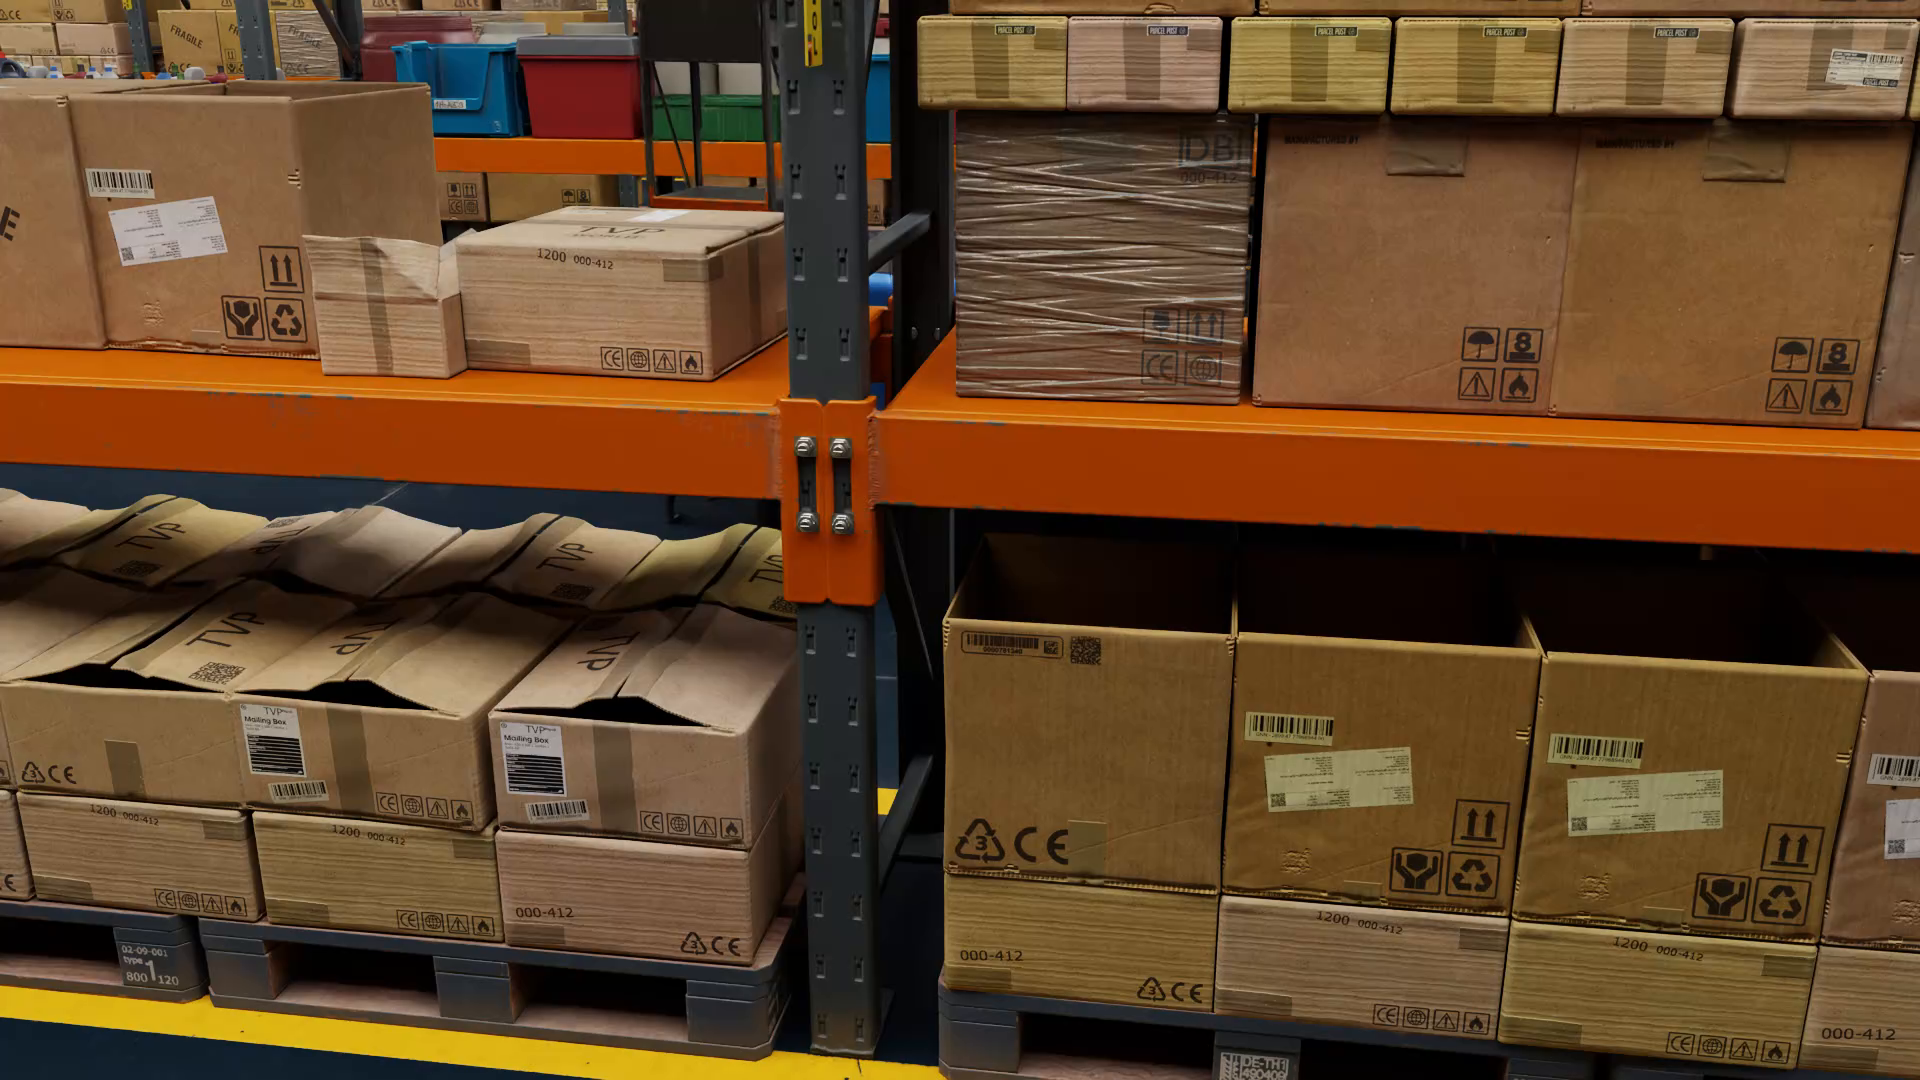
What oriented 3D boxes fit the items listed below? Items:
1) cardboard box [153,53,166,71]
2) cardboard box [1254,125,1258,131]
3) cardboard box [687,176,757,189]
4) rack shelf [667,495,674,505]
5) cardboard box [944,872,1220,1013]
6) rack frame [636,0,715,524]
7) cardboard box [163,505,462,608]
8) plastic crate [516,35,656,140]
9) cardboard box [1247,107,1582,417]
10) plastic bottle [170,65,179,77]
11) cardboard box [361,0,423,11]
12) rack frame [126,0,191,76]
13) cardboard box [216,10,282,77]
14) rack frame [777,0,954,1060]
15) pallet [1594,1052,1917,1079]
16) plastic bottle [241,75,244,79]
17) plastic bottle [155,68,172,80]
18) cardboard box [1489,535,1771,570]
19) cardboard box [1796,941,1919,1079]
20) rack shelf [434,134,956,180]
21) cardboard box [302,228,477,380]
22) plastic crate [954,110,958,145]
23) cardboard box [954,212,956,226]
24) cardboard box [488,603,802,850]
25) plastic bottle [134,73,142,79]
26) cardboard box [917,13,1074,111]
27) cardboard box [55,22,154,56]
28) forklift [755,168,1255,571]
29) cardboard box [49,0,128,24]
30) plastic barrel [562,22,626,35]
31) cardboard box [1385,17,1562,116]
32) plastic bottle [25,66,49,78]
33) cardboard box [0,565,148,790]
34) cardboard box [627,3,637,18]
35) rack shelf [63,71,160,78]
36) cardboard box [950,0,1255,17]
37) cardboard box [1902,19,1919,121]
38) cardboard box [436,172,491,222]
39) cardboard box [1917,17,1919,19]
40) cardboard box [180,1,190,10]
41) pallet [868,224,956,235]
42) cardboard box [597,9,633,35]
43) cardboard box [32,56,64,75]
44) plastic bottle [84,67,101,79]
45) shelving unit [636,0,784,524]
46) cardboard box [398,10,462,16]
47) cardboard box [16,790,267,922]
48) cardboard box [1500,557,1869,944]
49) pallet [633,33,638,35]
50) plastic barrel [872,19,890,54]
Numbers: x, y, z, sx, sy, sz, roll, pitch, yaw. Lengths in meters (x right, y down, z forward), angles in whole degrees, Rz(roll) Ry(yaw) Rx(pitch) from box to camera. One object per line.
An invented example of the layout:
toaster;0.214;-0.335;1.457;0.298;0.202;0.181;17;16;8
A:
cardboard box;-6.716;-4.069;14.132;0.250;0.149;0.380;3;19;9
cardboard box;2.918;-4.353;17.272;0.875;0.875;0.875;3;19;9
cardboard box;-1.863;-2.863;13.379;0.500;0.500;0.700;2;19;6
rack shelf;-0.842;-0.416;6.488;0.480;0.518;0.431;7;20;19
cardboard box;0.257;0.660;3.274;0.500;0.250;0.500;3;19;9
rack frame;-1.071;-1.119;6.340;0.015;2.100;0.400;7;20;19
cardboard box;-1.526;0.125;3.991;0.500;0.311;0.500;2;19;7
plastic crate;-1.766;-2.169;7.957;0.583;0.464;0.402;3;19;9
cardboard box;0.808;-0.565;3.108;0.500;0.500;0.700;3;19;8
plastic bottle;-4.271;-2.428;9.016;0.133;0.283;0.061;3;19;9
cardboard box;-4.553;-4.498;13.280;0.637;0.503;0.797;4;19;10
rack frame;-6.477;-4.069;13.736;0.127;3.000;1.000;3;19;9
cardboard box;-5.566;-3.990;13.342;0.500;0.500;0.500;3;19;9
rack frame;-0.153;-0.563;3.258;0.127;3.000;1.000;3;19;9
pallet;1.833;0.873;3.360;1.213;0.211;1.003;3;19;9
plastic bottle;-3.799;-2.392;8.928;0.097;0.271;0.097;0;18;0
plastic bottle;-4.266;-2.396;8.941;0.097;0.271;0.097;0;18;0
cardboard box;1.325;0.194;3.486;0.500;0.500;0.500;3;19;9
cardboard box;1.737;0.737;3.044;0.500;0.250;0.500;3;19;9
rack shelf;-1.339;-1.874;8.310;4.000;0.370;1.077;3;19;9
cardboard box;-1.050;-0.486;3.240;0.258;0.266;0.396;2;19;7
plastic crate;0.109;-2.073;7.672;0.583;0.464;0.402;3;19;9
cardboard box;-0.201;-2.785;13.145;0.500;0.500;0.700;1;19;4
cardboard box;-0.599;0.345;3.331;0.500;0.311;0.500;3;19;9
plastic bottle;-4.008;-2.159;8.212;0.133;0.283;0.061;3;19;9
cardboard box;0.081;-0.844;2.917;0.250;0.149;0.380;3;19;9
cardboard box;-6.955;-4.079;13.533;0.500;0.250;0.500;3;19;8
forklift;0.829;-1.299;5.565;3.031;2.935;1.130;7;20;19
cardboard box;-6.973;-4.434;13.413;0.500;0.500;0.500;3;19;10
plastic barrel;-1.848;-2.363;8.461;0.421;0.512;0.421;0;18;0
cardboard box;0.843;-0.806;2.804;0.250;0.149;0.380;3;19;8
plastic bottle;-5.059;-2.450;9.093;0.135;0.276;0.152;3;19;9
cardboard box;-2.101;0.269;3.560;0.500;0.311;0.500;3;19;8
cardboard box;-3.475;-5.584;17.529;0.250;0.149;0.380;3;19;10
rack shelf;-8.452;-3.828;14.151;4.000;0.370;1.077;3;19;9
cardboard box;0.286;-1.205;2.975;0.500;0.500;0.700;3;19;9
cardboard box;1.611;-0.767;2.688;0.250;0.149;0.380;3;19;8
cardboard box;-4.085;-3.148;13.670;0.875;0.875;1.225;3;19;9
cardboard box;1.772;-1.129;2.749;0.500;0.500;0.700;3;19;9
cardboard box;-8.608;-5.879;18.521;0.500;0.500;0.500;3;19;9
pallet;-0.555;-2.443;13.272;1.213;0.211;1.003;3;19;9
cardboard box;-2.964;-4.025;13.447;0.500;0.500;0.500;3;19;10
cardboard box;-7.338;-3.888;13.593;0.250;0.149;0.380;3;19;8
plastic bottle;-4.712;-2.439;9.067;0.097;0.271;0.097;0;18;0
shelving unit;-0.842;-1.093;6.261;0.503;2.100;0.431;7;20;19
cardboard box;-4.059;-3.914;13.116;0.500;0.500;0.500;2;19;7
cardboard box;-1.613;0.560;3.573;0.500;0.250;0.500;3;19;10
cardboard box;1.242;0.358;2.995;0.500;0.500;0.500;3;19;9
pallet;-3.602;-5.412;18.053;1.213;0.211;1.003;3;19;9
plastic barrel;-0.274;-2.296;8.223;0.433;0.535;0.433;0;18;0
